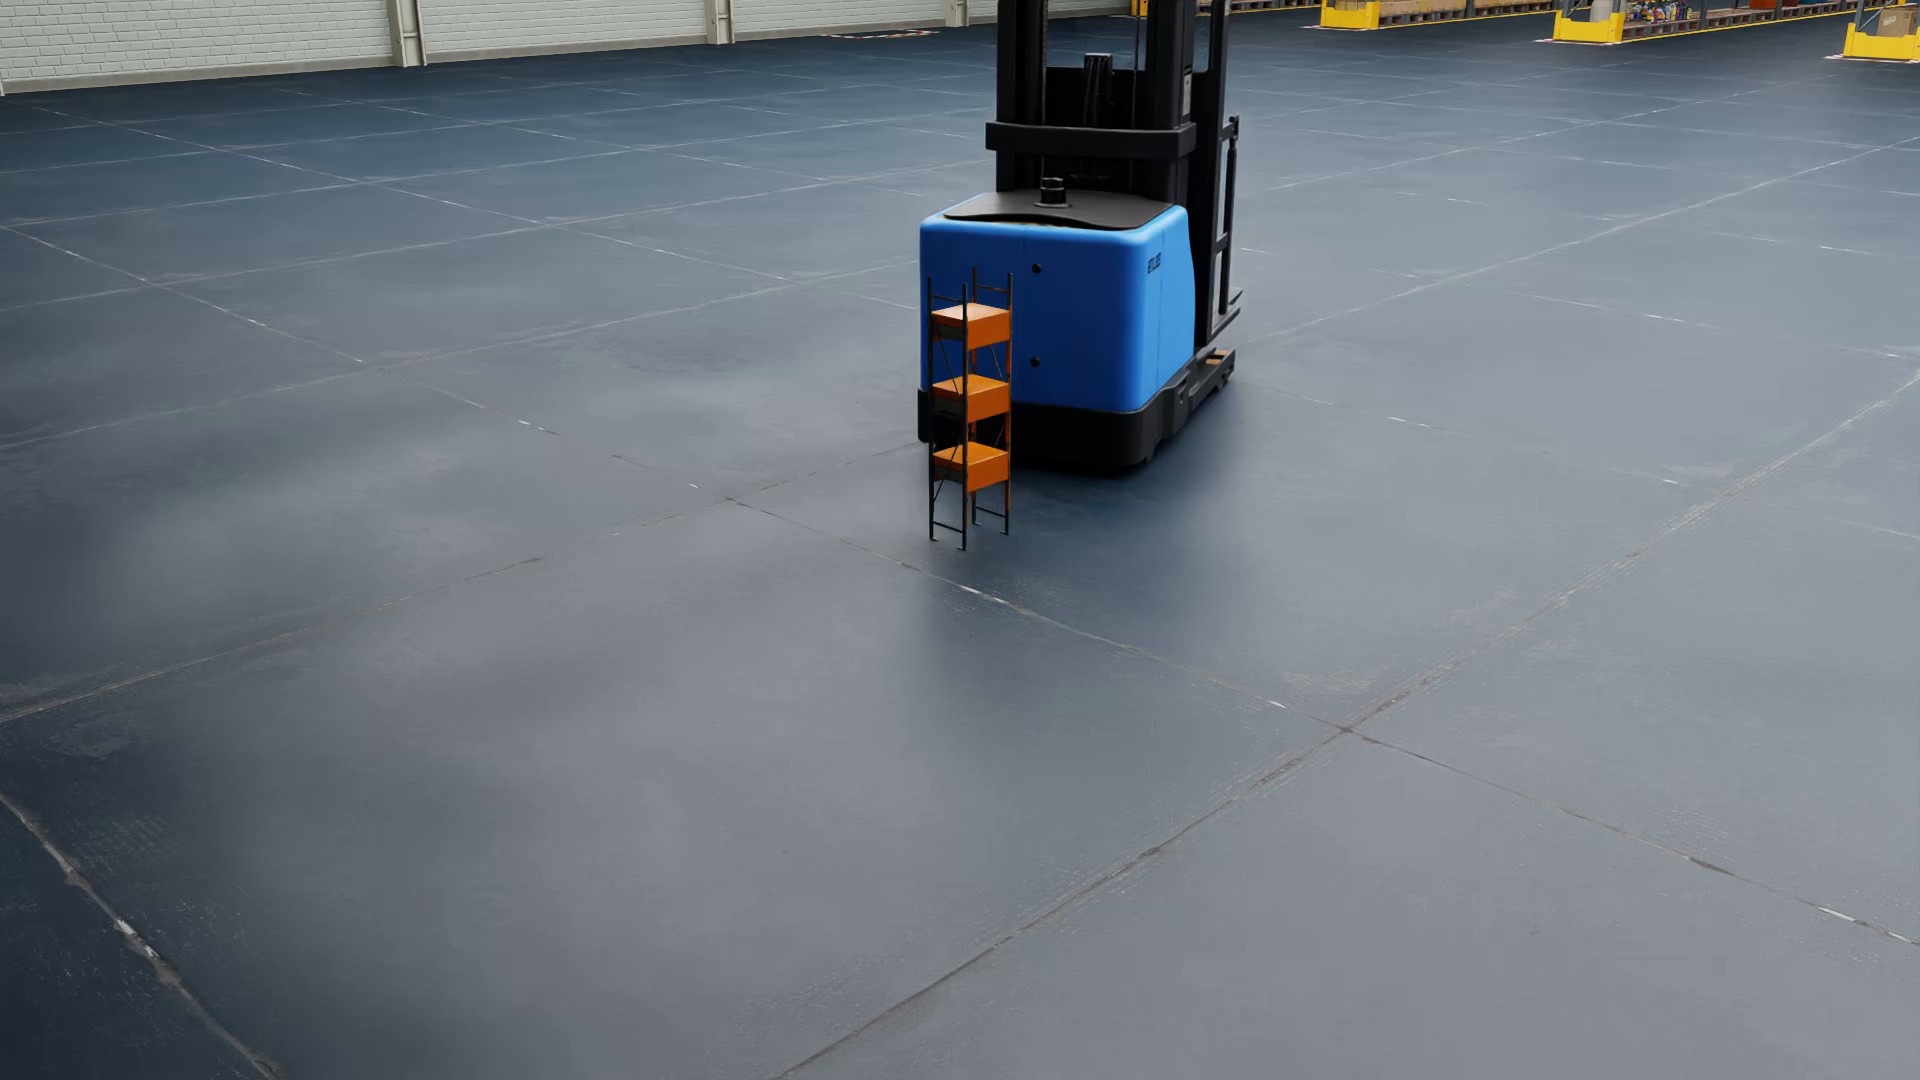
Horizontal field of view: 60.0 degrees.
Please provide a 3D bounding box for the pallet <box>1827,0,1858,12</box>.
[{"bbox_3d":[20.206,-12.420,38.592,1.003,0.211,1.213,19,28,41],"label":"pallet"}]

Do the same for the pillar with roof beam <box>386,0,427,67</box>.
[{"bbox_3d":[-5.353,-10.410,21.115,9.100,9.000,0.400,19,28,41],"label":"pillar with roof beam"}]

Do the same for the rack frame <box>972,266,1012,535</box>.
[{"bbox_3d":[0.122,-0.535,6.504,0.200,1.050,0.008,19,28,41],"label":"rack frame"}]

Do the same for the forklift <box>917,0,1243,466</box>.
[{"bbox_3d":[0.809,-2.184,8.172,1.130,2.935,3.031,8,22,20],"label":"forklift"}]

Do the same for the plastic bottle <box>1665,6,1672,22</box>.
[{"bbox_3d":[13.422,-9.989,31.566,0.135,0.276,0.152,-20,28,-41],"label":"plastic bottle"}]

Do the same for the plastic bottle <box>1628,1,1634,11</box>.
[{"bbox_3d":[12.851,-10.173,31.941,0.144,0.351,0.185,19,28,40],"label":"plastic bottle"}]

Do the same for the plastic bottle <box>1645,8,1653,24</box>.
[{"bbox_3d":[12.837,-9.758,30.970,0.097,0.271,0.097,0,21,0],"label":"plastic bottle"}]

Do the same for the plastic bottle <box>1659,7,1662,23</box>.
[{"bbox_3d":[13.146,-9.871,31.266,0.097,0.271,0.097,0,21,0],"label":"plastic bottle"}]

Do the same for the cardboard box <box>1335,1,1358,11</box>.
[{"bbox_3d":[7.965,-10.803,33.747,0.500,0.250,0.500,19,28,41],"label":"cardboard box"}]

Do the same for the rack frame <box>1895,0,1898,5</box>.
[{"bbox_3d":[22.511,-14.551,40.250,1.000,3.000,0.127,19,28,41],"label":"rack frame"}]

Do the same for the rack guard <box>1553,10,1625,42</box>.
[{"bbox_3d":[11.369,-9.302,30.080,1.175,0.500,0.348,19,28,41],"label":"rack guard"}]

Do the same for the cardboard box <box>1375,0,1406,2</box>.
[{"bbox_3d":[8.684,-11.152,33.611,0.500,0.500,0.500,19,28,41],"label":"cardboard box"}]

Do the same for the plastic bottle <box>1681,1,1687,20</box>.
[{"bbox_3d":[13.897,-10.197,32.003,0.144,0.351,0.185,18,28,39],"label":"plastic bottle"}]

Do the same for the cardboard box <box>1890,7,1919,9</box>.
[{"bbox_3d":[15.738,-8.546,27.527,0.500,0.500,0.500,-12,24,-28],"label":"cardboard box"}]

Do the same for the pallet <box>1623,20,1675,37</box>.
[{"bbox_3d":[12.790,-9.687,31.483,1.003,0.211,1.213,19,28,41],"label":"pallet"}]

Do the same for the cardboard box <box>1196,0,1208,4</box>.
[{"bbox_3d":[5.196,-12.169,37.190,0.500,0.311,0.500,-17,27,-38],"label":"cardboard box"}]

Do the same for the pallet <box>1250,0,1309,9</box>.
[{"bbox_3d":[7.584,-12.844,39.698,1.003,0.211,1.213,19,28,41],"label":"pallet"}]

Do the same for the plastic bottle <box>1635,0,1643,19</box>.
[{"bbox_3d":[13.148,-10.283,32.225,0.144,0.351,0.185,18,27,38],"label":"plastic bottle"}]

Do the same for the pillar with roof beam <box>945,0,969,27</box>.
[{"bbox_3d":[3.018,-13.494,29.140,9.100,9.000,0.400,19,28,41],"label":"pillar with roof beam"}]

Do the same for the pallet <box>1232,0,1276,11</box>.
[{"bbox_3d":[6.598,-12.462,38.704,1.003,0.211,1.213,19,28,41],"label":"pallet"}]

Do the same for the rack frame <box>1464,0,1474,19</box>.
[{"bbox_3d":[10.593,-12.707,35.453,1.000,3.000,0.127,19,28,41],"label":"rack frame"}]

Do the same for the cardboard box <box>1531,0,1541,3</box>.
[{"bbox_3d":[12.834,-12.318,37.688,0.500,0.250,0.500,19,28,40],"label":"cardboard box"}]

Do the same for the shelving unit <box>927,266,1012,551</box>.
[{"bbox_3d":[0.037,-0.504,6.422,0.215,1.050,0.252,19,28,41],"label":"shelving unit"}]

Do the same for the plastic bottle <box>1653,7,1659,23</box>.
[{"bbox_3d":[13.008,-9.817,31.107,0.133,0.283,0.061,-20,28,-41],"label":"plastic bottle"}]

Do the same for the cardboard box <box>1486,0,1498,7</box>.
[{"bbox_3d":[11.410,-11.792,36.320,0.500,0.250,0.500,-19,28,-41],"label":"cardboard box"}]

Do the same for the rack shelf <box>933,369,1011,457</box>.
[{"bbox_3d":[0.037,-0.494,6.426,0.215,0.259,0.240,19,28,41],"label":"rack shelf"}]

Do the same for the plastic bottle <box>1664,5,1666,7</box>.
[{"bbox_3d":[13.446,-10.052,31.720,0.061,0.283,0.133,19,28,41],"label":"plastic bottle"}]

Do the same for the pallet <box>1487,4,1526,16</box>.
[{"bbox_3d":[11.930,-11.919,37.291,1.003,0.211,1.213,19,28,41],"label":"pallet"}]

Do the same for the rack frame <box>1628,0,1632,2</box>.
[{"bbox_3d":[16.174,-14.763,40.803,1.000,3.000,0.127,19,28,41],"label":"rack frame"}]

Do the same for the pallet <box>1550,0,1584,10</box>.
[{"bbox_3d":[13.932,-12.616,39.103,1.003,0.211,1.213,19,28,41],"label":"pallet"}]

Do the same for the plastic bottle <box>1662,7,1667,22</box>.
[{"bbox_3d":[13.288,-9.924,31.402,0.097,0.271,0.097,0,21,0],"label":"plastic bottle"}]

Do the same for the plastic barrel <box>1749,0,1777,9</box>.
[{"bbox_3d":[17.259,-11.807,35.552,0.600,0.830,0.708,19,28,41],"label":"plastic barrel"}]

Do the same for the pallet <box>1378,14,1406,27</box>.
[{"bbox_3d":[8.306,-10.584,33.817,1.003,0.211,1.213,19,28,41],"label":"pallet"}]

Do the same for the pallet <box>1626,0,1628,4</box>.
[{"bbox_3d":[15.634,-13.243,40.735,1.003,0.211,1.213,19,28,41],"label":"pallet"}]

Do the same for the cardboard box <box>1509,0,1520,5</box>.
[{"bbox_3d":[12.125,-12.056,37.008,0.500,0.250,0.500,-20,28,-41],"label":"cardboard box"}]

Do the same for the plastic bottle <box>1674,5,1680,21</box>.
[{"bbox_3d":[13.679,-10.064,31.750,0.133,0.283,0.061,-18,27,-39],"label":"plastic bottle"}]

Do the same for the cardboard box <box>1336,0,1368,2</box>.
[{"bbox_3d":[7.964,-11.153,33.614,0.500,0.500,0.500,19,28,41],"label":"cardboard box"}]

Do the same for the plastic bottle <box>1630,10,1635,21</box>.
[{"bbox_3d":[12.838,-10.037,31.794,0.097,0.201,0.097,0,21,0],"label":"plastic bottle"}]

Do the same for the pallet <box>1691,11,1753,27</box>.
[{"bbox_3d":[15.511,-10.691,34.096,1.003,0.211,1.213,19,28,41],"label":"pallet"}]

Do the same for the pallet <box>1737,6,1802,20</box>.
[{"bbox_3d":[17.450,-11.406,35.955,1.003,0.211,1.213,19,28,41],"label":"pallet"}]

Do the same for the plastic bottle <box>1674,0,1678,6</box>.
[{"bbox_3d":[13.794,-10.233,32.097,0.144,0.351,0.185,19,28,41],"label":"plastic bottle"}]

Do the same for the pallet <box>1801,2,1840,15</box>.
[{"bbox_3d":[19.152,-12.033,37.587,1.003,0.211,1.213,19,28,41],"label":"pallet"}]

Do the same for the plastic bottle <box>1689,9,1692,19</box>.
[{"bbox_3d":[14.110,-10.194,32.202,0.097,0.201,0.097,0,21,0],"label":"plastic bottle"}]

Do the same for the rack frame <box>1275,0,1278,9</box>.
[{"bbox_3d":[7.041,-13.946,38.676,1.000,3.000,0.127,19,28,41],"label":"rack frame"}]

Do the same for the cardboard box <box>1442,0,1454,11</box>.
[{"bbox_3d":[10.070,-11.319,35.090,0.500,0.250,0.500,19,28,41],"label":"cardboard box"}]

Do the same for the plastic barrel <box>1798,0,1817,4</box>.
[{"bbox_3d":[18.835,-12.421,37.050,0.600,0.901,0.708,19,28,41],"label":"plastic barrel"}]

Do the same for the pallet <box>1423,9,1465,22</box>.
[{"bbox_3d":[10.008,-11.211,35.449,1.003,0.211,1.213,19,28,41],"label":"pallet"}]

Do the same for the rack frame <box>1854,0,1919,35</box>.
[{"bbox_3d":[14.898,-9.198,26.325,1.000,3.000,0.127,19,28,41],"label":"rack frame"}]

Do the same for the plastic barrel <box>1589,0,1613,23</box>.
[{"bbox_3d":[11.754,-9.661,30.411,0.421,0.512,0.421,0,21,0],"label":"plastic barrel"}]

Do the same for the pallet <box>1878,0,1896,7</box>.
[{"bbox_3d":[21.908,-13.047,40.224,1.003,0.211,1.213,19,28,41],"label":"pallet"}]

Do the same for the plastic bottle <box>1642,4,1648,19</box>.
[{"bbox_3d":[13.265,-10.227,32.190,0.097,0.271,0.097,0,21,0],"label":"plastic bottle"}]

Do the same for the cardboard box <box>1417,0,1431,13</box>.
[{"bbox_3d":[9.384,-11.058,34.412,0.500,0.250,0.500,19,28,41],"label":"cardboard box"}]

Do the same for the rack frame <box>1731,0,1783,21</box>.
[{"bbox_3d":[16.930,-12.494,34.900,1.000,3.000,0.127,19,28,41],"label":"rack frame"}]

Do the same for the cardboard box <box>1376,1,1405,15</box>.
[{"bbox_3d":[8.683,-10.803,33.746,0.500,0.250,0.500,19,28,41],"label":"cardboard box"}]

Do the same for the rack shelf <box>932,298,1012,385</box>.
[{"bbox_3d":[0.037,-0.759,6.324,0.215,0.259,0.240,19,28,41],"label":"rack shelf"}]

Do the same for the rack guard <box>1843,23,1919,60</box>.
[{"bbox_3d":[14.951,-8.051,26.824,1.175,0.500,0.348,19,28,41],"label":"rack guard"}]
